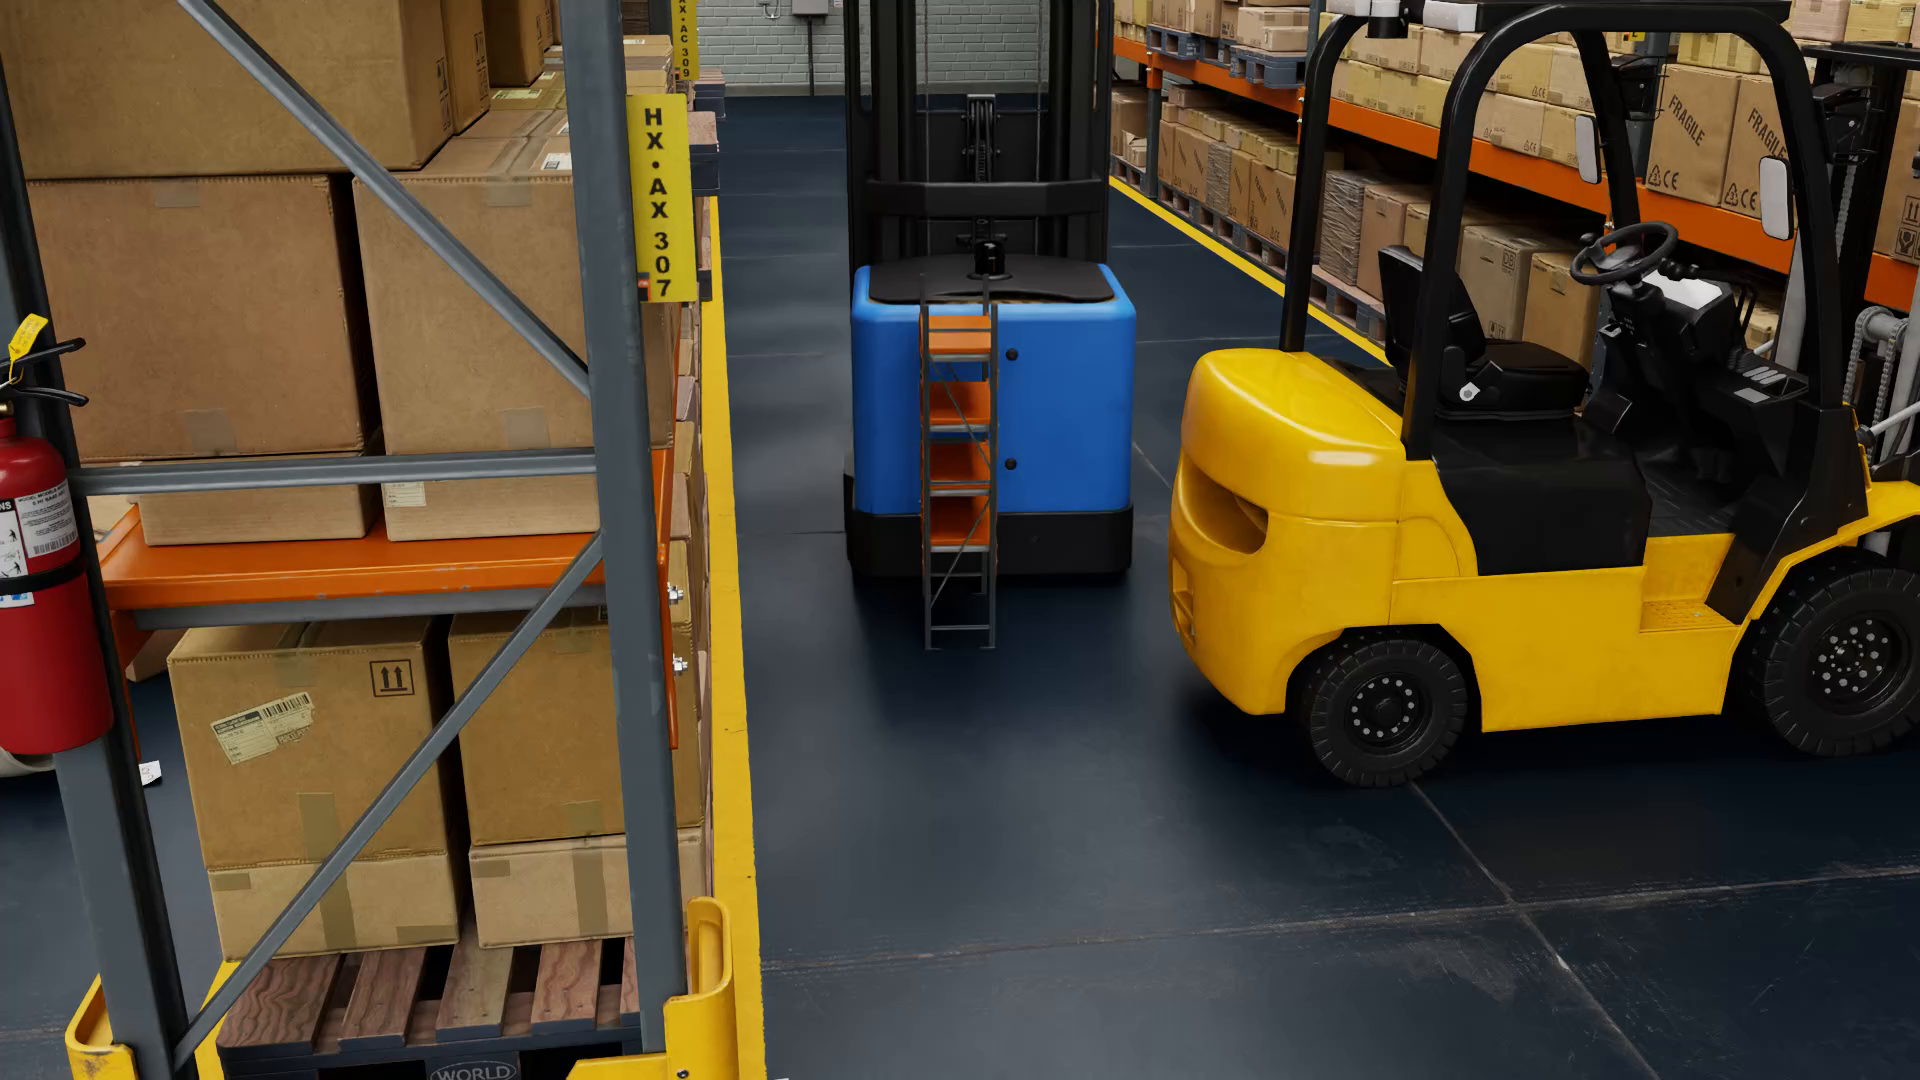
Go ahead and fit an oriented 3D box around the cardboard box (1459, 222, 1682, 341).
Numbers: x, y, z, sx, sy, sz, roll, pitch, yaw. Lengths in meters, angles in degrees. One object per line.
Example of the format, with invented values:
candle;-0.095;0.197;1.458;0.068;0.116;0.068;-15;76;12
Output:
cardboard box;3.132;-1.275;8.636;0.875;0.625;0.625;-3;21;-8

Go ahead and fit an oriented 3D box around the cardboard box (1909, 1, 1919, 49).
cardboard box;3.340;-1.664;5.390;0.380;0.149;0.250;-3;21;-8

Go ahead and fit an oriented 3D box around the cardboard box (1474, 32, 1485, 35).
cardboard box;2.841;-2.640;8.428;0.380;0.149;0.250;-3;21;-7

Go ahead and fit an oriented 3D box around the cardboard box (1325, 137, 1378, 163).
cardboard box;2.853;-2.828;12.045;0.380;0.149;0.250;-3;21;-7

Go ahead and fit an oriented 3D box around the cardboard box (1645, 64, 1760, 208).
cardboard box;3.129;-1.622;6.628;0.500;0.500;0.500;-3;21;-9

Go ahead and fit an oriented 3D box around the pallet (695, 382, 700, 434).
pallet;-1.702;-0.453;7.627;1.003;0.211;1.213;-3;21;-8

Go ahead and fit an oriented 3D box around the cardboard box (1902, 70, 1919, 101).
cardboard box;3.265;-1.524;5.439;0.380;0.149;0.250;-4;21;-9

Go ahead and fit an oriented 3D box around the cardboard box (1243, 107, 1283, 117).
cardboard box;2.595;-3.553;13.989;0.380;0.149;0.250;-3;21;-7

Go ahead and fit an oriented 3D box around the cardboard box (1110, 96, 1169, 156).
cardboard box;1.822;-4.048;16.240;0.700;0.500;0.500;-4;21;-10

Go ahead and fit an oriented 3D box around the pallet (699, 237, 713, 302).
pallet;-2.204;-1.845;11.355;1.003;0.211;1.213;-3;21;-8

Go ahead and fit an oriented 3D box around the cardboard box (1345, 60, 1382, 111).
cardboard box;2.636;-2.716;9.915;0.500;0.250;0.500;-3;21;-9

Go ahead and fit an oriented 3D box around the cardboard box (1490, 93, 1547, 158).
cardboard box;2.914;-2.006;8.015;0.500;0.250;0.500;-3;21;-8

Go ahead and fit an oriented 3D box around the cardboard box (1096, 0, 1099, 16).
cardboard box;1.636;-5.269;16.325;0.500;0.250;0.500;-3;21;-9

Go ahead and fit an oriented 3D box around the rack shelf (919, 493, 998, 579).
rack shelf;-0.010;-0.022;5.820;0.258;0.148;0.480;-1;20;-2

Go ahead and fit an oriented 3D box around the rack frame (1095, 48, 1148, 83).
rack frame;1.593;-5.896;18.216;1.000;3.000;0.127;-3;21;-8

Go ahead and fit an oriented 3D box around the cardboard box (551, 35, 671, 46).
cardboard box;-1.278;-1.535;5.970;0.500;0.500;0.500;-3;21;-9

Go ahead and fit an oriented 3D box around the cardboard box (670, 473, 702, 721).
cardboard box;-0.938;0.153;4.277;0.500;0.500;0.500;-4;21;-10

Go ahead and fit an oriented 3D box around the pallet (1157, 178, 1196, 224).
pallet;2.325;-2.925;14.247;1.003;0.211;1.213;-3;21;-8

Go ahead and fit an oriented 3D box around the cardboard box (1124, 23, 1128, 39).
cardboard box;1.743;-4.761;15.536;0.380;0.149;0.250;-2;21;-6

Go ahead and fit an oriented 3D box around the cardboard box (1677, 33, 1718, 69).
cardboard box;3.109;-1.969;6.630;0.380;0.149;0.250;-3;21;-9

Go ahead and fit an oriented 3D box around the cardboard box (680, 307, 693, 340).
cardboard box;-1.237;-0.558;6.182;0.500;0.500;0.500;-3;21;-9

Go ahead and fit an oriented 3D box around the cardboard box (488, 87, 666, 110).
cardboard box;-0.958;-0.825;4.069;0.500;0.500;0.500;-3;21;-9

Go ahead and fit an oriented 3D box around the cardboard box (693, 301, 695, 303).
cardboard box;-2.093;-1.644;9.987;0.950;0.372;0.625;-4;21;-11

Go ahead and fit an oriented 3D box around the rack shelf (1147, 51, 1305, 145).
rack shelf;2.458;-3.482;12.780;1.077;0.370;4.000;-3;21;-8

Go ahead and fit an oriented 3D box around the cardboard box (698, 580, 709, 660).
cardboard box;-1.012;0.328;4.881;0.500;0.250;0.500;-2;21;-4

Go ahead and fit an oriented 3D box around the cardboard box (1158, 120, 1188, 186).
cardboard box;2.017;-3.358;14.393;0.500;0.500;0.500;-2;21;-5

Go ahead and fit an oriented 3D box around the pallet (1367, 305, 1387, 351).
pallet;2.999;-1.112;9.391;1.003;0.211;1.213;-3;21;-8

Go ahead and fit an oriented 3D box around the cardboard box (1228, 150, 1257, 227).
cardboard box;2.333;-2.643;12.477;0.500;0.500;0.500;-2;21;-5

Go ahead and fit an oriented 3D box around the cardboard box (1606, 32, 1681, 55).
cardboard box;3.054;-2.199;7.247;0.380;0.149;0.250;-2;21;-6

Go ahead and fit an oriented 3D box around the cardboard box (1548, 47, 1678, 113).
cardboard box;2.999;-2.063;7.451;0.500;0.250;0.500;-3;21;-9

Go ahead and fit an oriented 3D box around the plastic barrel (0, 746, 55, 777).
plastic barrel;-2.808;0.463;4.871;0.512;0.421;0.421;12;24;30

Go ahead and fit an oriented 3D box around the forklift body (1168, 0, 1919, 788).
forklift body;1.821;-0.523;5.044;2.313;2.155;1.214;-3;21;-8

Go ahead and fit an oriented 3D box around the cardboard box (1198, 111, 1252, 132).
cardboard box;2.176;-3.429;13.655;0.380;0.149;0.250;-3;21;-9

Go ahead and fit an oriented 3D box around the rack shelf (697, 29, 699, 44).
rack shelf;-3.030;-4.615;15.814;1.077;0.370;4.000;-3;21;-8

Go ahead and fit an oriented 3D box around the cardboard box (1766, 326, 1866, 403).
cardboard box;3.229;-0.586;5.898;0.500;0.250;0.500;-2;21;-6

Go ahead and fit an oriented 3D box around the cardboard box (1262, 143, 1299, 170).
cardboard box;2.355;-2.707;11.723;0.380;0.149;0.250;-4;21;-11

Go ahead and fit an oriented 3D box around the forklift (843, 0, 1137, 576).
forklift;0.064;-1.706;7.095;1.130;2.935;3.031;-1;20;-2

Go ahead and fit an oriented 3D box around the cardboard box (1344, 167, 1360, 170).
cardboard box;2.963;-2.312;11.592;0.500;0.500;0.500;-2;21;-6

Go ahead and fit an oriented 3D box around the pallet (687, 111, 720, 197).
pallet;-1.554;-1.672;7.180;1.003;0.211;1.213;-3;21;-8

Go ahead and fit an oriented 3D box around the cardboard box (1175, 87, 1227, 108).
cardboard box;2.043;-3.755;14.103;0.380;0.149;0.250;-4;21;-10

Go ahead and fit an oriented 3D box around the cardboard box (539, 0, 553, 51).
cardboard box;-1.687;-1.803;5.260;0.700;0.500;0.500;-3;21;-7

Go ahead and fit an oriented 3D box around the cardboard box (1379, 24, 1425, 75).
cardboard box;2.697;-2.769;9.342;0.500;0.250;0.500;-3;21;-9

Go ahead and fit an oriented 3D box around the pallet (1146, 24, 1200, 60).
pallet;2.177;-4.139;13.786;1.003;0.211;1.213;-3;21;-8

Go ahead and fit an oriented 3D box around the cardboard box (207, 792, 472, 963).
cardboard box;-1.398;0.712;3.853;0.500;0.250;0.500;-3;21;-8

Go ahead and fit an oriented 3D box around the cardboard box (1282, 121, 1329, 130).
cardboard box;2.743;-3.193;13.023;0.380;0.149;0.250;-4;21;-10

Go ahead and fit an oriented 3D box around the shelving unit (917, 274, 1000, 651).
shelving unit;-0.010;-0.271;5.727;0.258;1.200;0.503;-1;20;-2

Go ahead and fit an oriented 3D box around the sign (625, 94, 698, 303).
sign;-0.475;-0.538;2.632;0.100;0.325;0.005;-3;21;-8

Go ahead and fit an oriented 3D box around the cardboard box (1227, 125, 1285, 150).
cardboard box;2.261;-3.075;12.707;0.380;0.149;0.250;-4;21;-10

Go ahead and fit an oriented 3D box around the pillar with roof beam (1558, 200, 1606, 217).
pillar with roof beam;-0.434;-5.314;8.082;9.100;9.000;0.400;-3;21;-8

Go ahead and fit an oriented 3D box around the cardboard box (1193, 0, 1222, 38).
cardboard box;2.206;-4.125;12.731;0.700;0.500;0.500;-3;21;-8

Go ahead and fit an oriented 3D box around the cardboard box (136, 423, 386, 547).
cardboard box;-1.277;-0.106;3.072;0.380;0.149;0.250;-2;21;-6
